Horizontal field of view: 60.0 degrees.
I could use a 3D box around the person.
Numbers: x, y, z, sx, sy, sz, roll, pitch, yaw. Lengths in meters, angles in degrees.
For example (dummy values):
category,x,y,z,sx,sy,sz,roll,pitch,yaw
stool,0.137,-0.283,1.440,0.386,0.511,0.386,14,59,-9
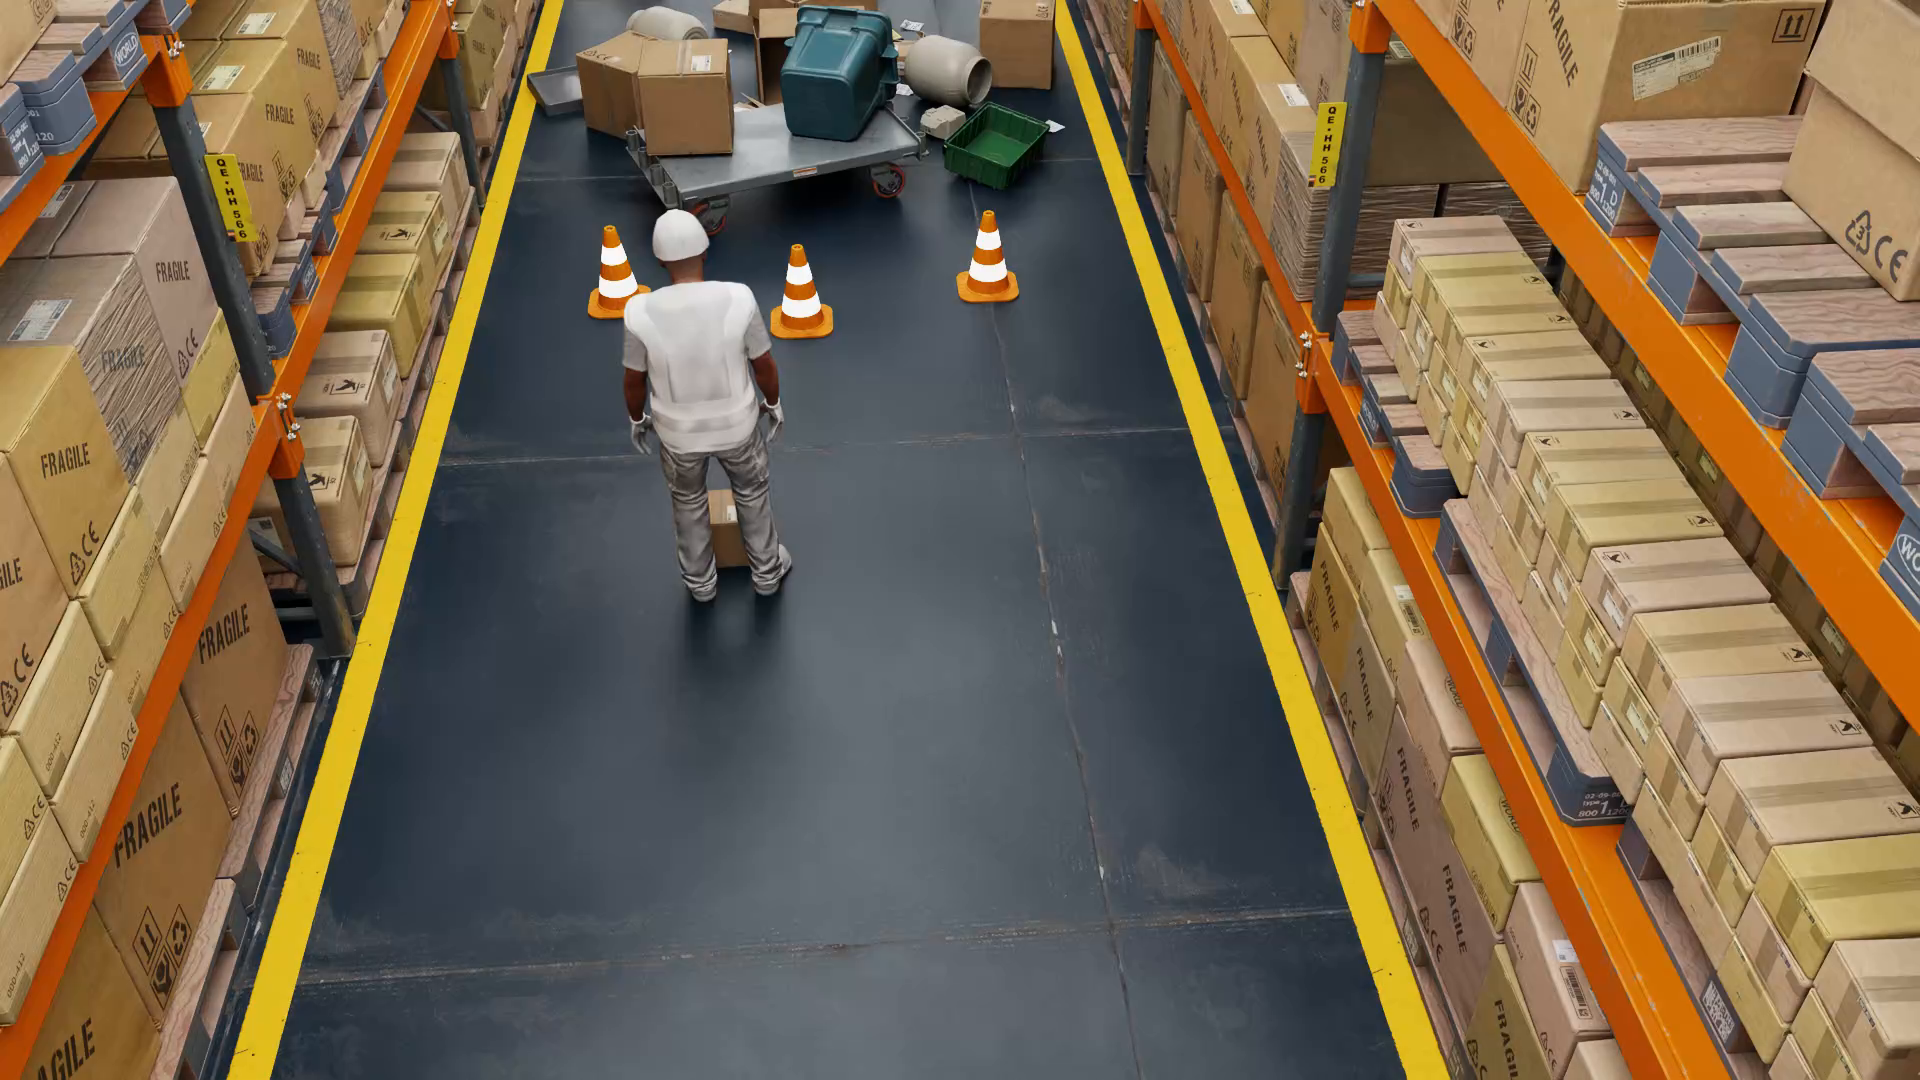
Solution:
category,x,y,z,sx,sy,sz,roll,pitch,yaw
person,-1.033,-0.501,6.770,0.625,1.773,0.452,-5,39,-7
